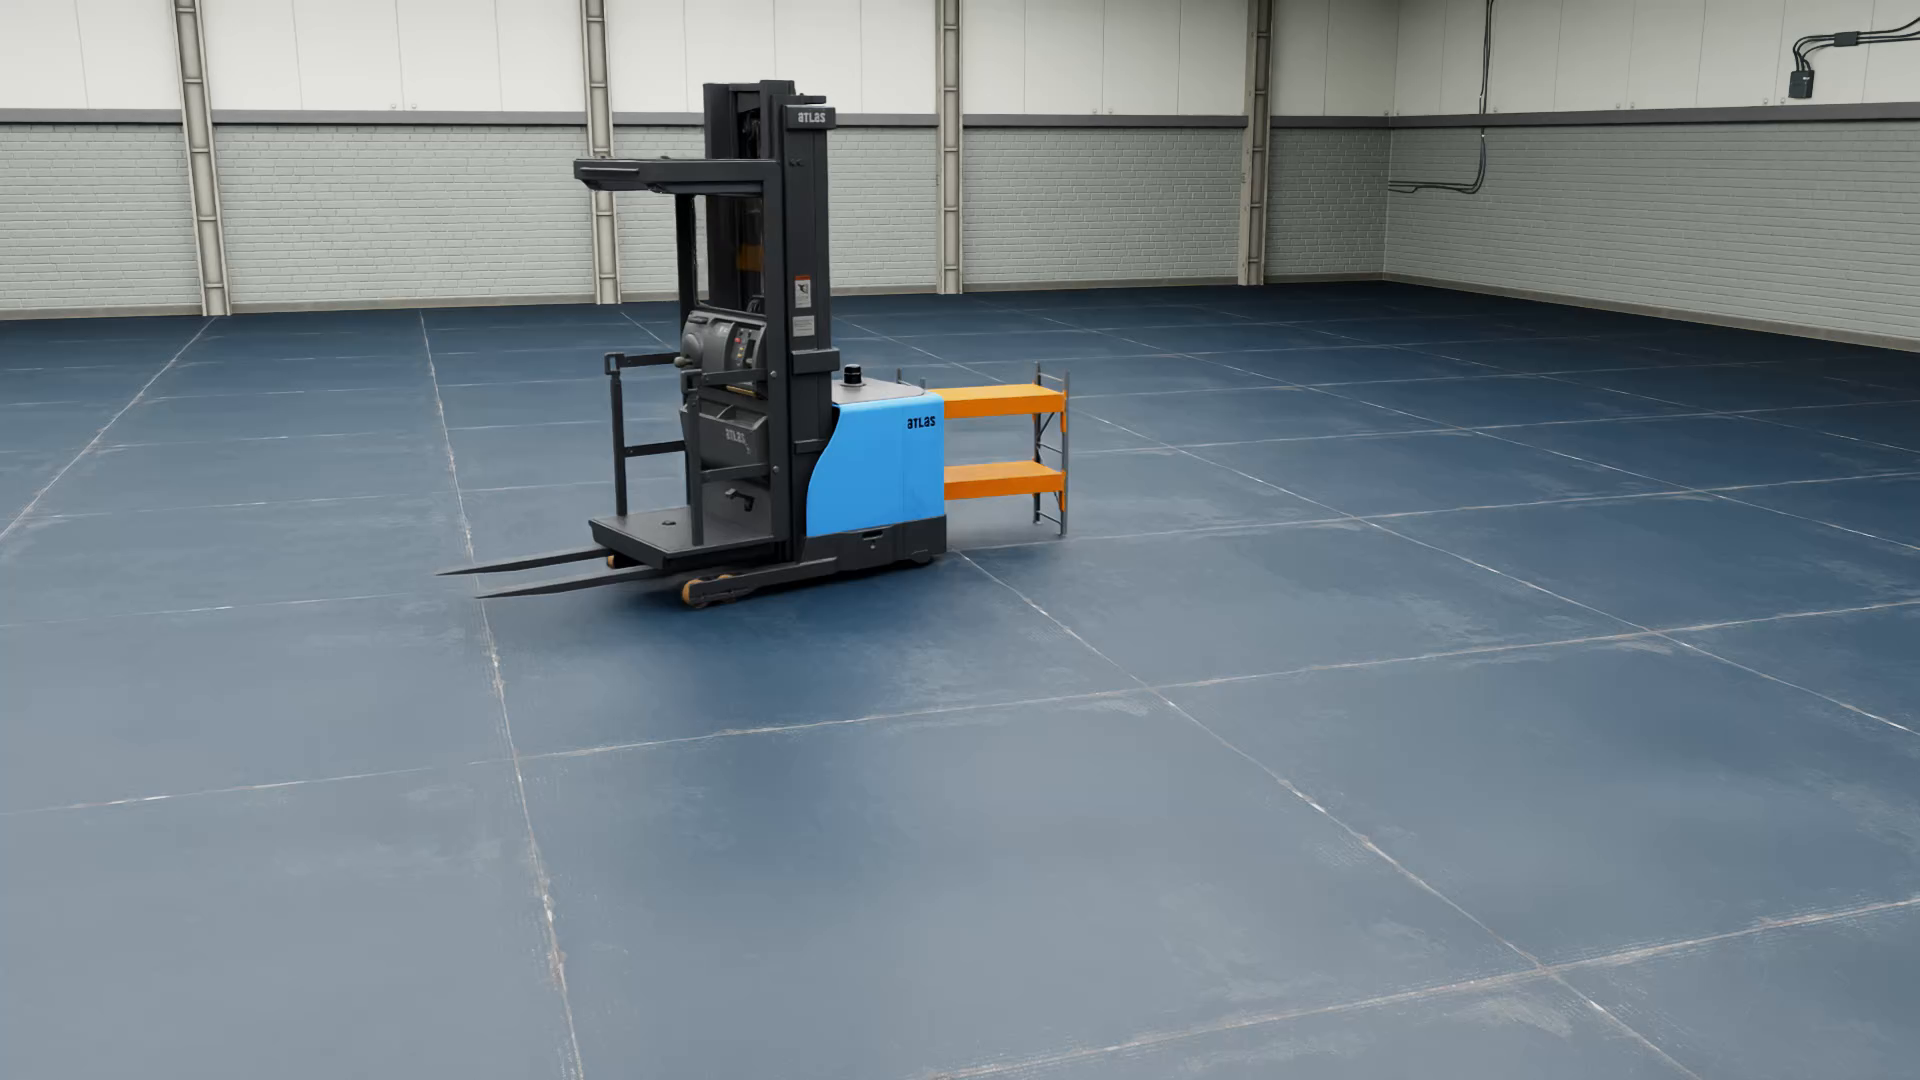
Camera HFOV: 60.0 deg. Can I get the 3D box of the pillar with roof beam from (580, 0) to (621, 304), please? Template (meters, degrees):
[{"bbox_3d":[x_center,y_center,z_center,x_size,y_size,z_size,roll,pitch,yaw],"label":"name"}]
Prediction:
[{"bbox_3d":[-4.503,-7.388,22.755,0.400,9.000,9.100,-4,14,-18],"label":"pillar with roof beam"}]

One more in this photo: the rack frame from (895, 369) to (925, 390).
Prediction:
[{"bbox_3d":[-0.326,-0.538,10.975,0.032,1.125,0.500,-5,14,-21],"label":"rack frame"}]

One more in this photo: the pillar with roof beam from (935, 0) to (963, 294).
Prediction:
[{"bbox_3d":[1.183,-7.830,24.617,0.400,9.000,9.100,-4,14,-18],"label":"pillar with roof beam"}]

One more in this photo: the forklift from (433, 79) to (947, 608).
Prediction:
[{"bbox_3d":[-1.571,-1.173,9.740,3.031,2.935,1.130,-10,16,-35],"label":"forklift"}]

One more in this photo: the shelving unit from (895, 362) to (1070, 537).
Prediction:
[{"bbox_3d":[0.147,-0.581,11.156,1.048,1.125,0.538,-5,14,-21],"label":"shelving unit"}]

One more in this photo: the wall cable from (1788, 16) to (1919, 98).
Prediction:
[{"bbox_3d":[11.724,-8.716,20.991,0.169,6.003,2.305,-4,14,-18],"label":"wall cable"}]

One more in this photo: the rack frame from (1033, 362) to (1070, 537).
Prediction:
[{"bbox_3d":[0.620,-0.624,11.337,0.032,1.125,0.500,-5,14,-21],"label":"rack frame"}]

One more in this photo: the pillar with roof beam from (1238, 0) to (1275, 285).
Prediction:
[{"bbox_3d":[6.870,-8.273,26.478,0.400,9.000,9.100,-4,14,-18],"label":"pillar with roof beam"}]

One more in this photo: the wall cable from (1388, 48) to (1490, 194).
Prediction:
[{"bbox_3d":[8.711,-7.634,30.502,0.112,2.526,3.097,-4,14,-18],"label":"wall cable"}]

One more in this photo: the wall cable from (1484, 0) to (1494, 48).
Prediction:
[{"bbox_3d":[9.574,-9.498,27.423,0.112,2.526,3.097,-4,14,-18],"label":"wall cable"}]

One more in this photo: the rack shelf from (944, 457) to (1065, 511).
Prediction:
[{"bbox_3d":[0.147,-0.344,11.213,1.000,0.278,0.538,-5,14,-21],"label":"rack shelf"}]

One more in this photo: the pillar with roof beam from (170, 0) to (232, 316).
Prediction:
[{"bbox_3d":[-10.190,-6.945,20.893,0.400,9.000,9.100,-4,14,-18],"label":"pillar with roof beam"}]

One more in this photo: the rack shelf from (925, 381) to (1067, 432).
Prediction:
[{"bbox_3d":[0.147,-0.866,11.088,1.000,0.278,0.538,-5,14,-21],"label":"rack shelf"}]
